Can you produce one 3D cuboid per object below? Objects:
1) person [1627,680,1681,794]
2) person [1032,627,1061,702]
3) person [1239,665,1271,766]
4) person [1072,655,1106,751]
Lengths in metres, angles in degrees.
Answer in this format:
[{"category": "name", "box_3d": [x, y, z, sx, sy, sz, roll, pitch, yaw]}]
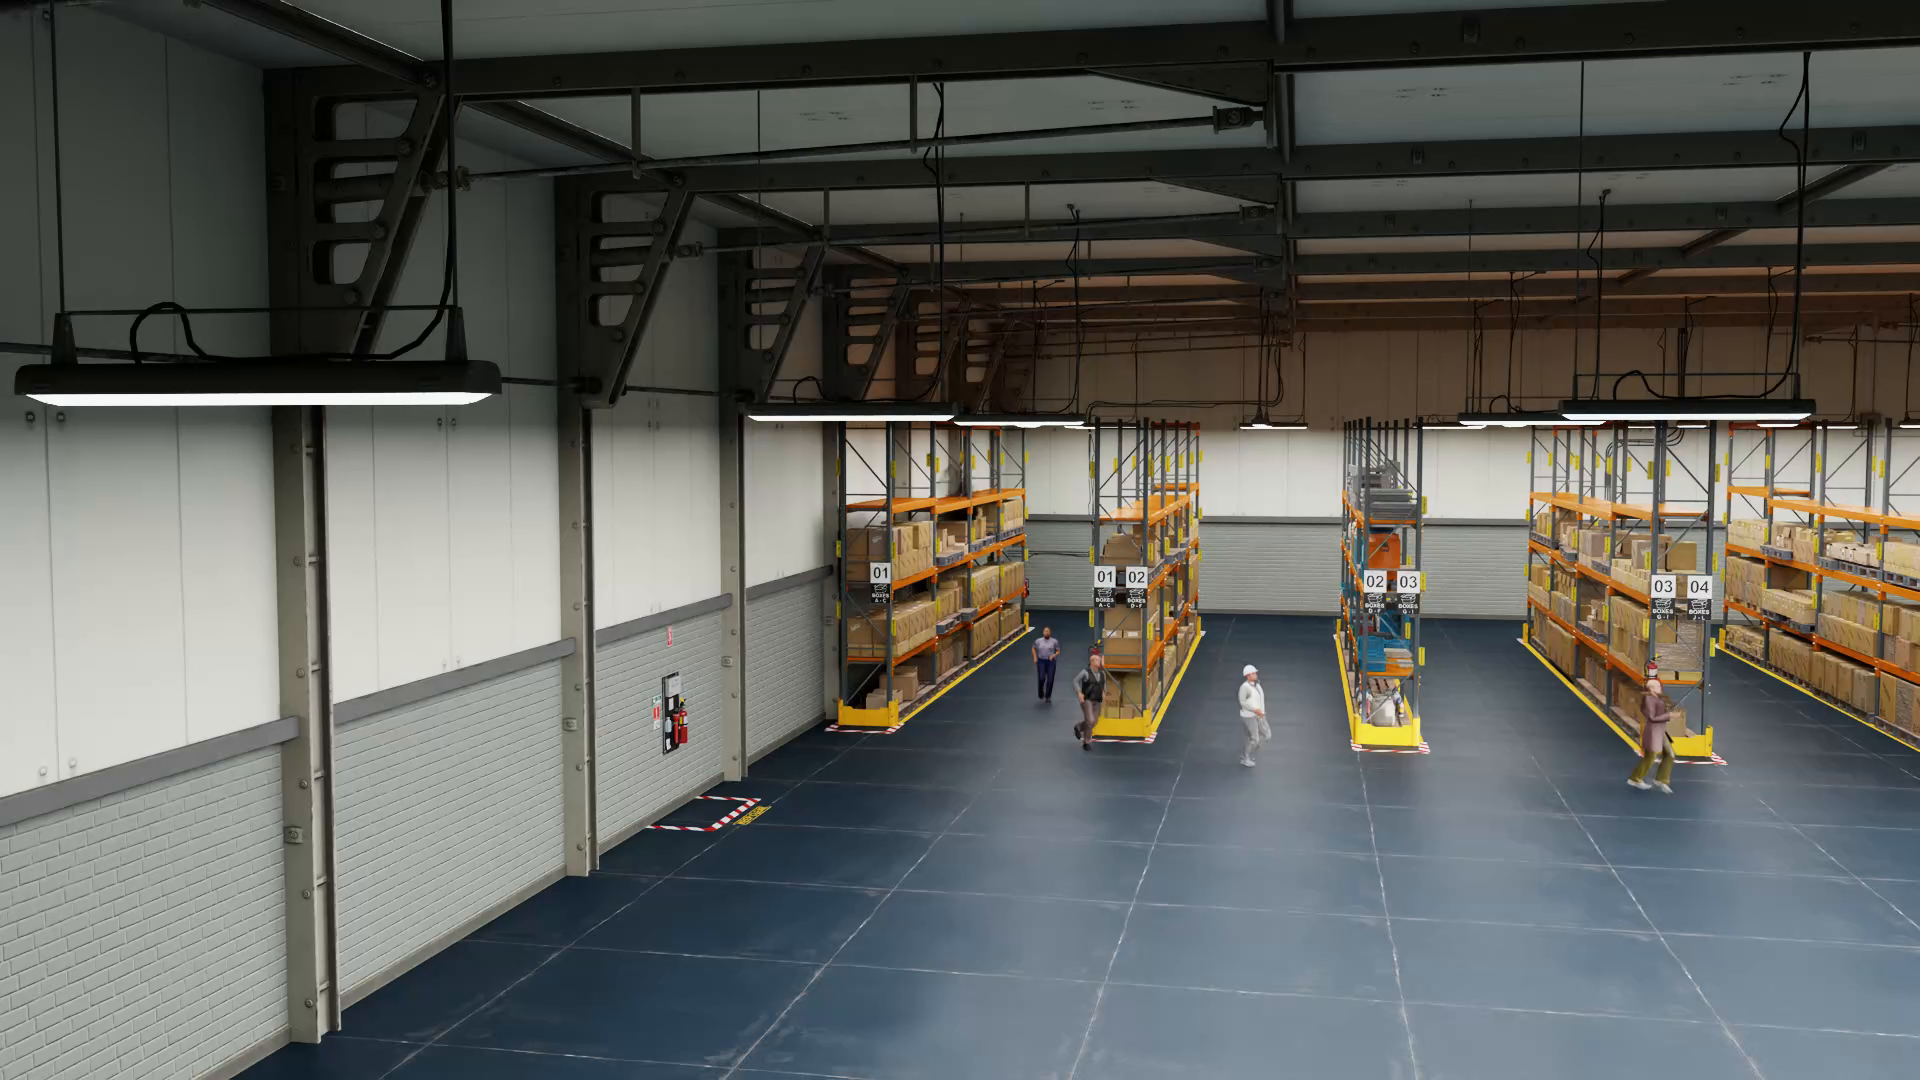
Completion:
[{"category": "person", "box_3d": [11.024, 3.129, 26.344, 0.765, 1.844, 0.685, 3, 5, 36]}, {"category": "person", "box_3d": [1.828, 2.642, 35.162, 0.606, 1.588, 0.556, 0, 4, 1]}, {"category": "person", "box_3d": [5.050, 3.008, 28.501, 0.522, 1.732, 0.671, 3, 5, 39]}, {"category": "person", "box_3d": [2.373, 2.940, 30.275, 0.704, 1.697, 0.738, -2, 4, -30]}]
